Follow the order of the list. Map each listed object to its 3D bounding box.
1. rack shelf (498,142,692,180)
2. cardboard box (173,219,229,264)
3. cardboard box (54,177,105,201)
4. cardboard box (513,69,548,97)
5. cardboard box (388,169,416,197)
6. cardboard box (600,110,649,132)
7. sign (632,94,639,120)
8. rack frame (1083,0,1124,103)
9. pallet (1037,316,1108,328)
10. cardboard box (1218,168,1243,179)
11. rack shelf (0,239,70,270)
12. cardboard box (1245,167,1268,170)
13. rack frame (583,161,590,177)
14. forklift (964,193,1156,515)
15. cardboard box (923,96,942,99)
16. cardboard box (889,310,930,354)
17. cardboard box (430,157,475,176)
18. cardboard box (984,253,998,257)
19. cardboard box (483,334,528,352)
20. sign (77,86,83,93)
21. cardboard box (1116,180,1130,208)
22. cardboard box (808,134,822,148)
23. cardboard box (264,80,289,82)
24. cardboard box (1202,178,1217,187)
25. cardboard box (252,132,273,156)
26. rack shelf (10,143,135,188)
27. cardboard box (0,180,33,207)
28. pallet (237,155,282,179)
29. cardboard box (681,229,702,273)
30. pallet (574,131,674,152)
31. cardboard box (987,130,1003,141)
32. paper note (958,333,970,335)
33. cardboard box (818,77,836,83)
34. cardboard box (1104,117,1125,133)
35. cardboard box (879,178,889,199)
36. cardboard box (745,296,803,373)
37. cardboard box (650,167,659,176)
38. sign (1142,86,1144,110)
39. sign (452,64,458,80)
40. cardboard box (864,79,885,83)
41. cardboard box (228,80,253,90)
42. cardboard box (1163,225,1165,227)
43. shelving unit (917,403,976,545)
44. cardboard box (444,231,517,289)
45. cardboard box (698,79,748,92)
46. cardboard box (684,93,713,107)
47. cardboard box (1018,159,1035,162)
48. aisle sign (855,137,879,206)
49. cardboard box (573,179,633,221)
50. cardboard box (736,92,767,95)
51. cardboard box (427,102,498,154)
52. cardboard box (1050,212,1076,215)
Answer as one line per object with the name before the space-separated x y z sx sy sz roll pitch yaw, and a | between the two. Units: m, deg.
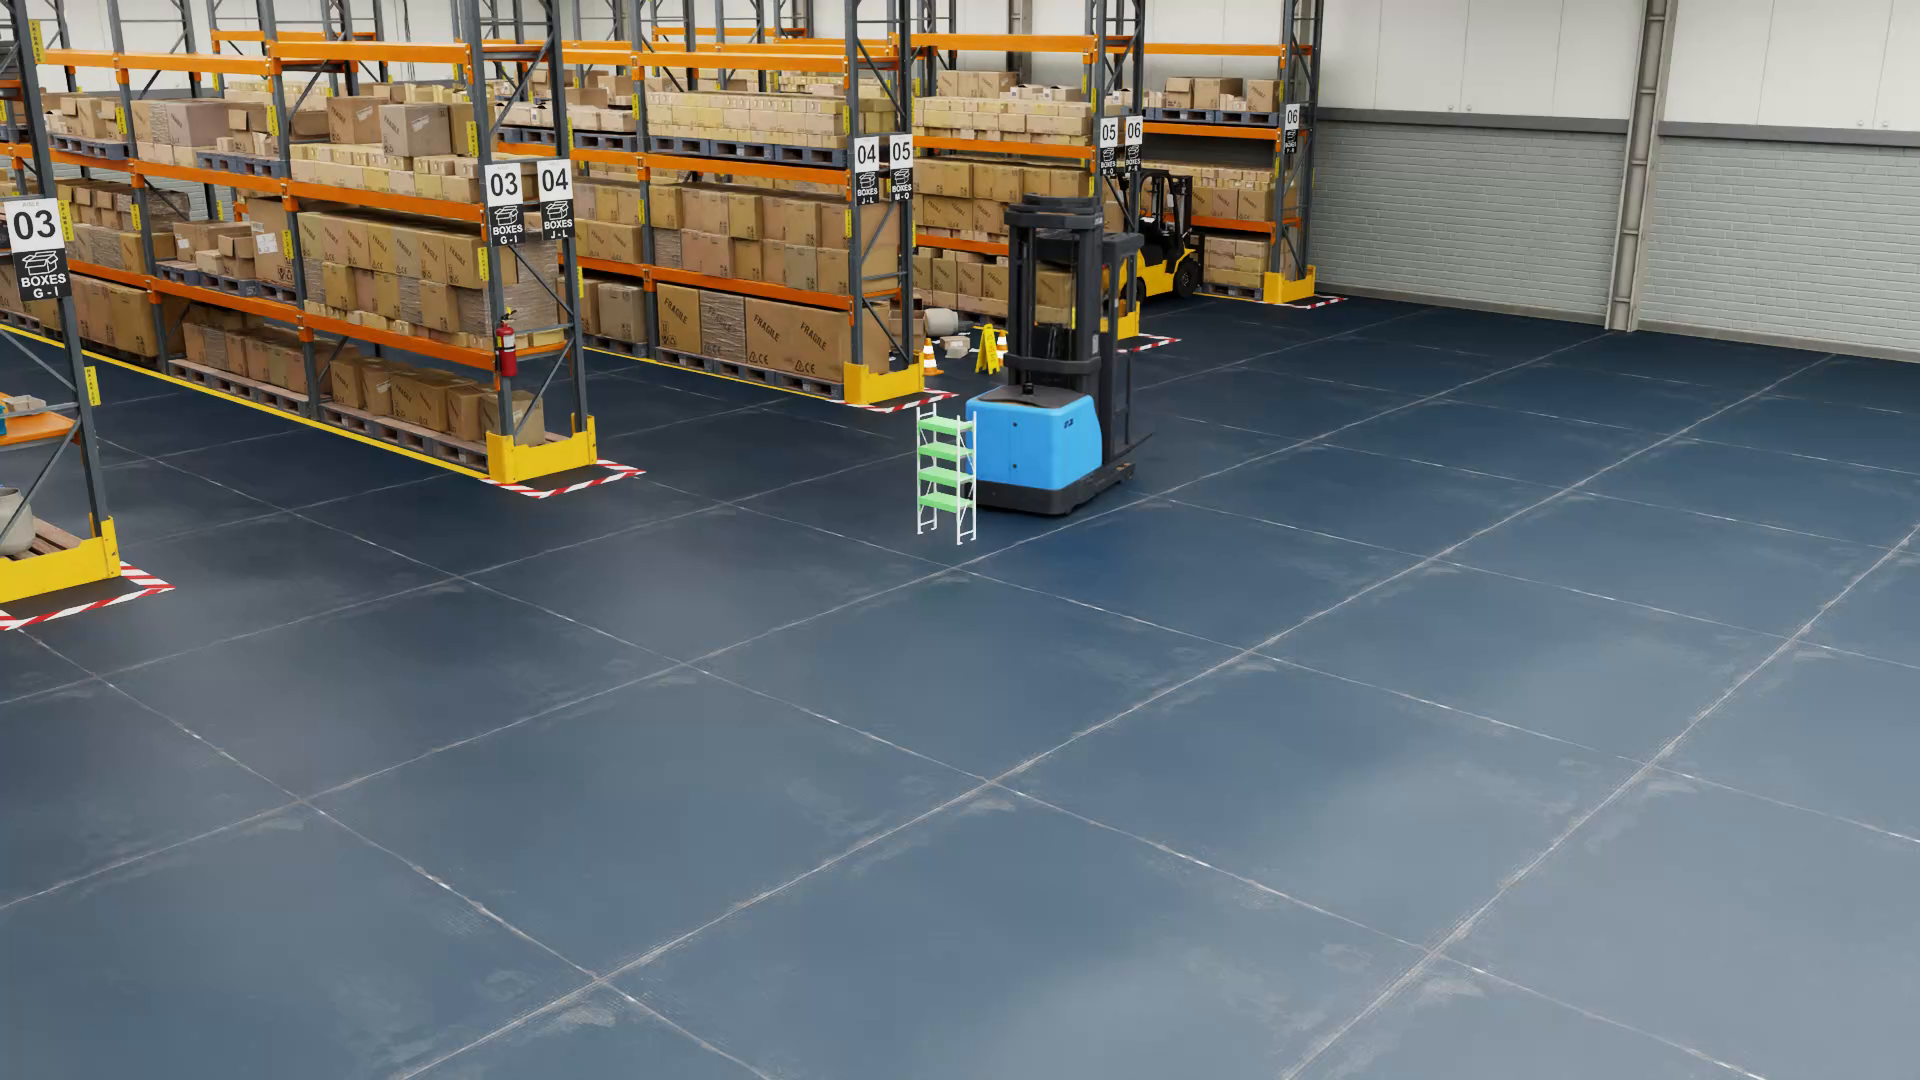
rack shelf | -5.453 -5.543 23.988 4.000 0.370 1.077 15 23 39
cardboard box | -9.886 -3.904 21.735 0.500 0.500 0.500 12 21 33
cardboard box | -12.825 -4.959 24.092 0.637 0.503 0.797 14 23 38
cardboard box | -8.314 -8.891 32.323 0.500 0.500 0.500 16 23 40
cardboard box | -5.615 -3.752 17.402 0.500 0.250 0.500 16 23 40
cardboard box | -4.591 -5.766 22.891 0.500 0.250 0.500 15 23 40
sign | -4.310 -5.756 22.095 0.005 0.325 0.100 15 23 39
rack frame | 2.545 -9.178 29.294 0.127 3.000 1.000 15 23 39
pallet | 1.604 -3.249 25.139 1.213 0.211 1.003 15 23 39
cardboard box | 4.574 -6.194 28.080 0.250 0.149 0.380 15 23 40
rack shelf | -9.116 -2.518 14.454 4.000 0.370 1.077 15 23 39
cardboard box | 5.047 -6.240 28.224 0.250 0.149 0.380 16 23 40
rack frame | -6.730 -6.801 31.722 0.127 3.000 1.000 15 23 39
forklift | 1.166 -2.036 16.821 1.130 2.935 3.031 9 20 26
cardboard box | -0.365 -6.871 26.079 0.250 0.149 0.380 16 23 40
cardboard box | -0.749 -2.982 23.814 0.637 0.503 0.797 0 18 2
cardboard box | -5.142 -3.792 16.870 0.250 0.149 0.380 14 22 37
cardboard box | 0.255 -4.282 26.396 0.500 0.500 0.500 16 23 40
cardboard box | -4.683 -2.041 17.136 0.250 0.149 0.380 15 23 39
sign | -12.955 -6.510 24.470 0.005 0.325 0.100 15 23 39
cardboard box | 3.104 -6.117 29.402 0.500 0.500 0.500 16 23 40
cardboard box | -1.627 -4.850 20.171 0.250 0.149 0.380 15 23 40
cardboard box | -12.177 -8.127 29.704 0.250 0.149 0.380 14 22 38
cardboard box | 4.318 -6.084 28.226 0.250 0.149 0.380 14 22 38
cardboard box | -8.094 -4.685 19.622 0.258 0.266 0.396 16 24 41
rack shelf | -11.812 -5.244 23.047 4.000 0.370 1.077 15 23 39
cardboard box | -14.202 -5.120 24.941 0.500 0.500 0.500 15 23 40
pallet | -7.716 -4.441 19.637 1.003 0.211 1.213 15 23 39
cardboard box | -3.247 -3.950 22.488 0.550 0.550 0.875 15 23 39
pallet | -4.675 -5.566 23.188 1.217 0.209 0.805 14 22 37
cardboard box | 0.614 -6.008 24.680 0.250 0.149 0.380 15 23 39
paper note | 0.063 -3.104 24.979 0.148 0.019 0.142 7 19 21
cardboard box | -2.658 -9.284 33.649 0.250 0.149 0.380 15 23 40
cardboard box | 2.046 -6.053 24.162 0.500 0.250 0.500 15 23 38
cardboard box | -1.245 -5.625 26.665 0.500 0.500 0.500 15 23 38
cardboard box | -2.176 -2.736 21.732 0.875 0.875 0.875 15 23 38
cardboard box | -5.429 -6.873 30.128 0.500 0.500 0.500 15 23 38
sign | 2.605 -6.361 23.931 0.005 0.325 0.100 15 23 39
sign | -10.095 -9.364 33.263 0.005 0.325 0.100 15 23 39
cardboard box | -1.680 -9.024 32.865 0.250 0.149 0.380 14 23 38
cardboard box | -12.841 -8.134 29.725 0.250 0.149 0.380 15 23 39
cardboard box | 3.431 -5.532 29.919 0.500 0.250 0.500 15 23 38
shelving unit | -0.124 -0.605 15.173 0.503 1.200 0.258 15 23 39
cardboard box | -4.908 -2.870 17.025 0.500 0.500 0.500 15 23 39
cardboard box | -4.121 -7.719 28.789 0.637 0.503 0.797 13 22 36
cardboard box | -3.339 -5.690 21.499 0.250 0.149 0.380 15 23 38
cardboard box | 1.315 -7.111 31.461 0.250 0.149 0.380 15 23 40
aisle sign | -1.111 -4.409 19.885 0.004 0.787 0.394 15 23 39
cardboard box | -5.096 -4.882 23.855 0.500 0.500 0.700 15 23 40
cardboard box | -2.713 -5.788 21.808 0.250 0.149 0.380 15 23 39
cardboard box | -5.264 -4.366 17.607 0.500 0.500 0.500 15 23 39
cardboard box | 1.656 -4.628 24.217 0.500 0.500 0.500 15 23 38
